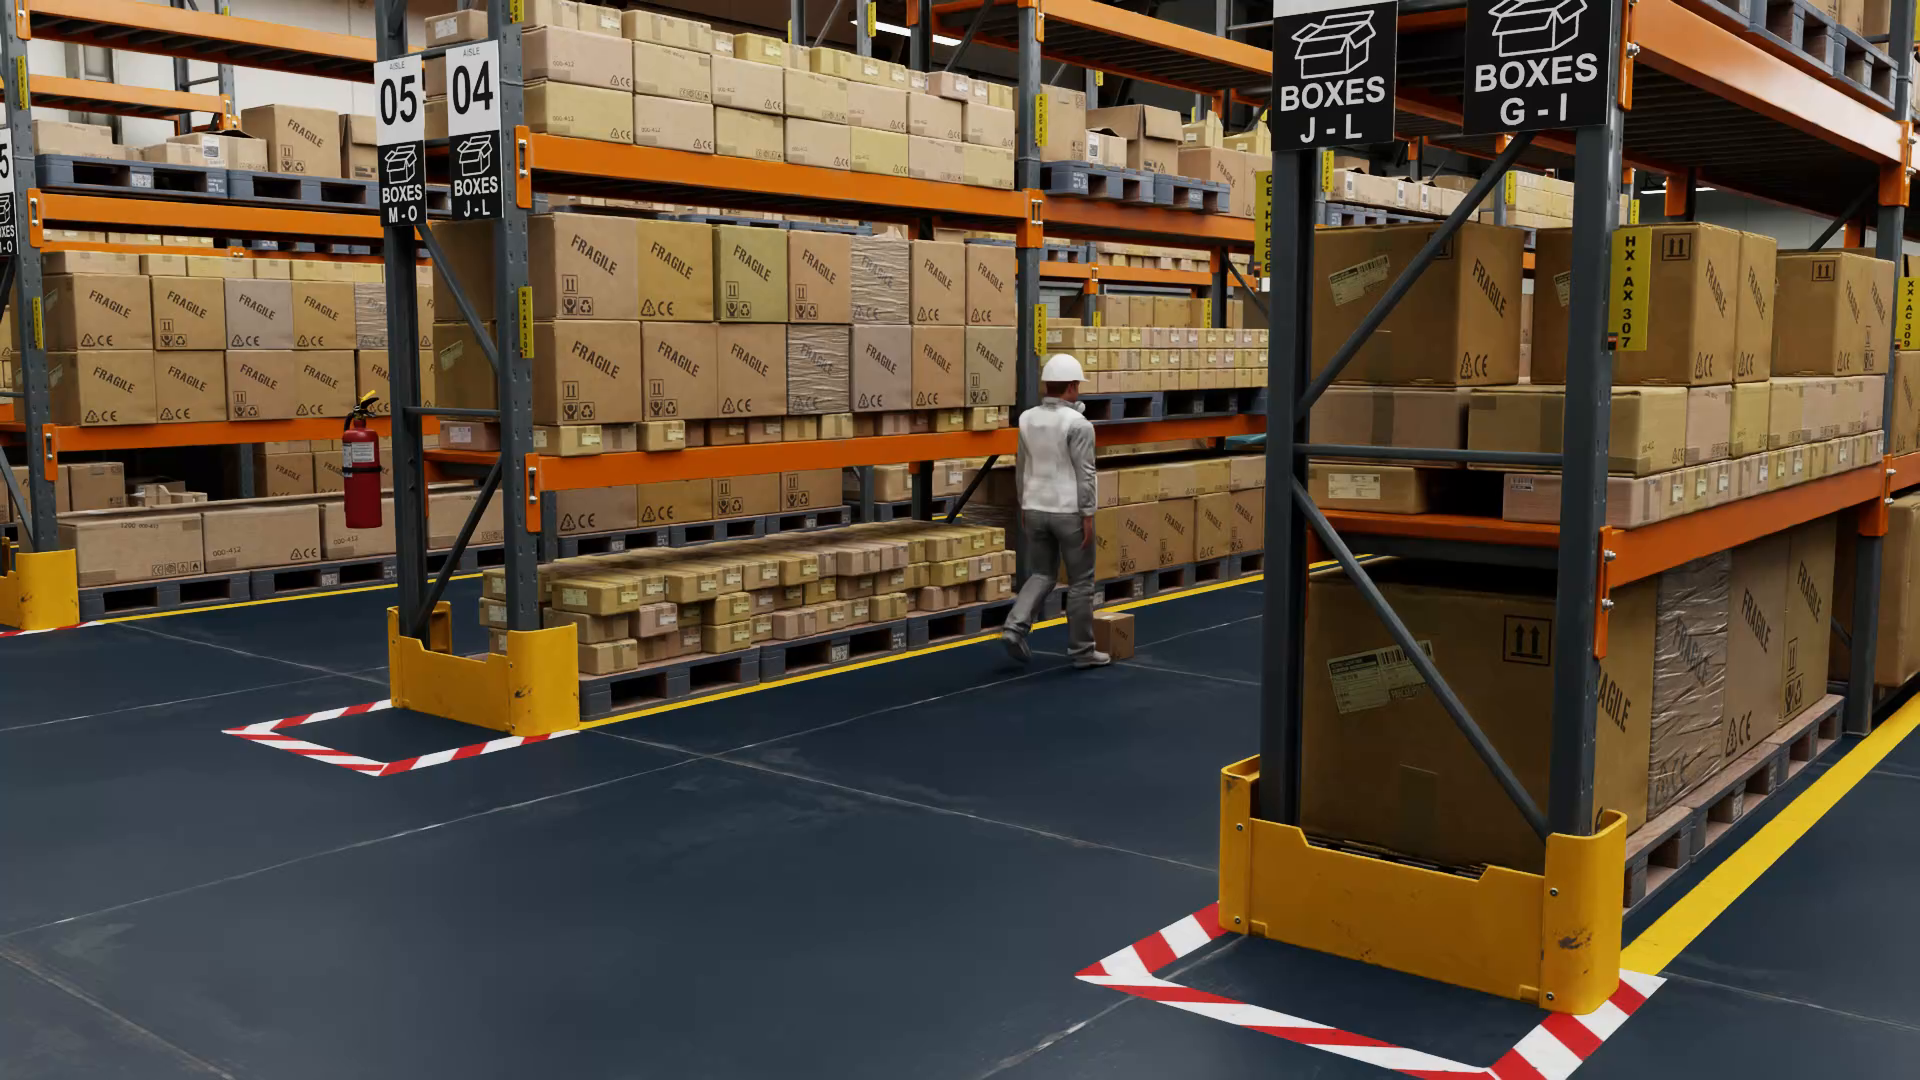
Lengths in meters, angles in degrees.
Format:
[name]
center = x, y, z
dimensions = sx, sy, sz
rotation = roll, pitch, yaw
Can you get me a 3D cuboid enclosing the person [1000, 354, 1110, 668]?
[person]
center = 0.571, -0.154, 9.371
dimensions = 0.559, 1.772, 0.633
rotation = 5, 8, 39
